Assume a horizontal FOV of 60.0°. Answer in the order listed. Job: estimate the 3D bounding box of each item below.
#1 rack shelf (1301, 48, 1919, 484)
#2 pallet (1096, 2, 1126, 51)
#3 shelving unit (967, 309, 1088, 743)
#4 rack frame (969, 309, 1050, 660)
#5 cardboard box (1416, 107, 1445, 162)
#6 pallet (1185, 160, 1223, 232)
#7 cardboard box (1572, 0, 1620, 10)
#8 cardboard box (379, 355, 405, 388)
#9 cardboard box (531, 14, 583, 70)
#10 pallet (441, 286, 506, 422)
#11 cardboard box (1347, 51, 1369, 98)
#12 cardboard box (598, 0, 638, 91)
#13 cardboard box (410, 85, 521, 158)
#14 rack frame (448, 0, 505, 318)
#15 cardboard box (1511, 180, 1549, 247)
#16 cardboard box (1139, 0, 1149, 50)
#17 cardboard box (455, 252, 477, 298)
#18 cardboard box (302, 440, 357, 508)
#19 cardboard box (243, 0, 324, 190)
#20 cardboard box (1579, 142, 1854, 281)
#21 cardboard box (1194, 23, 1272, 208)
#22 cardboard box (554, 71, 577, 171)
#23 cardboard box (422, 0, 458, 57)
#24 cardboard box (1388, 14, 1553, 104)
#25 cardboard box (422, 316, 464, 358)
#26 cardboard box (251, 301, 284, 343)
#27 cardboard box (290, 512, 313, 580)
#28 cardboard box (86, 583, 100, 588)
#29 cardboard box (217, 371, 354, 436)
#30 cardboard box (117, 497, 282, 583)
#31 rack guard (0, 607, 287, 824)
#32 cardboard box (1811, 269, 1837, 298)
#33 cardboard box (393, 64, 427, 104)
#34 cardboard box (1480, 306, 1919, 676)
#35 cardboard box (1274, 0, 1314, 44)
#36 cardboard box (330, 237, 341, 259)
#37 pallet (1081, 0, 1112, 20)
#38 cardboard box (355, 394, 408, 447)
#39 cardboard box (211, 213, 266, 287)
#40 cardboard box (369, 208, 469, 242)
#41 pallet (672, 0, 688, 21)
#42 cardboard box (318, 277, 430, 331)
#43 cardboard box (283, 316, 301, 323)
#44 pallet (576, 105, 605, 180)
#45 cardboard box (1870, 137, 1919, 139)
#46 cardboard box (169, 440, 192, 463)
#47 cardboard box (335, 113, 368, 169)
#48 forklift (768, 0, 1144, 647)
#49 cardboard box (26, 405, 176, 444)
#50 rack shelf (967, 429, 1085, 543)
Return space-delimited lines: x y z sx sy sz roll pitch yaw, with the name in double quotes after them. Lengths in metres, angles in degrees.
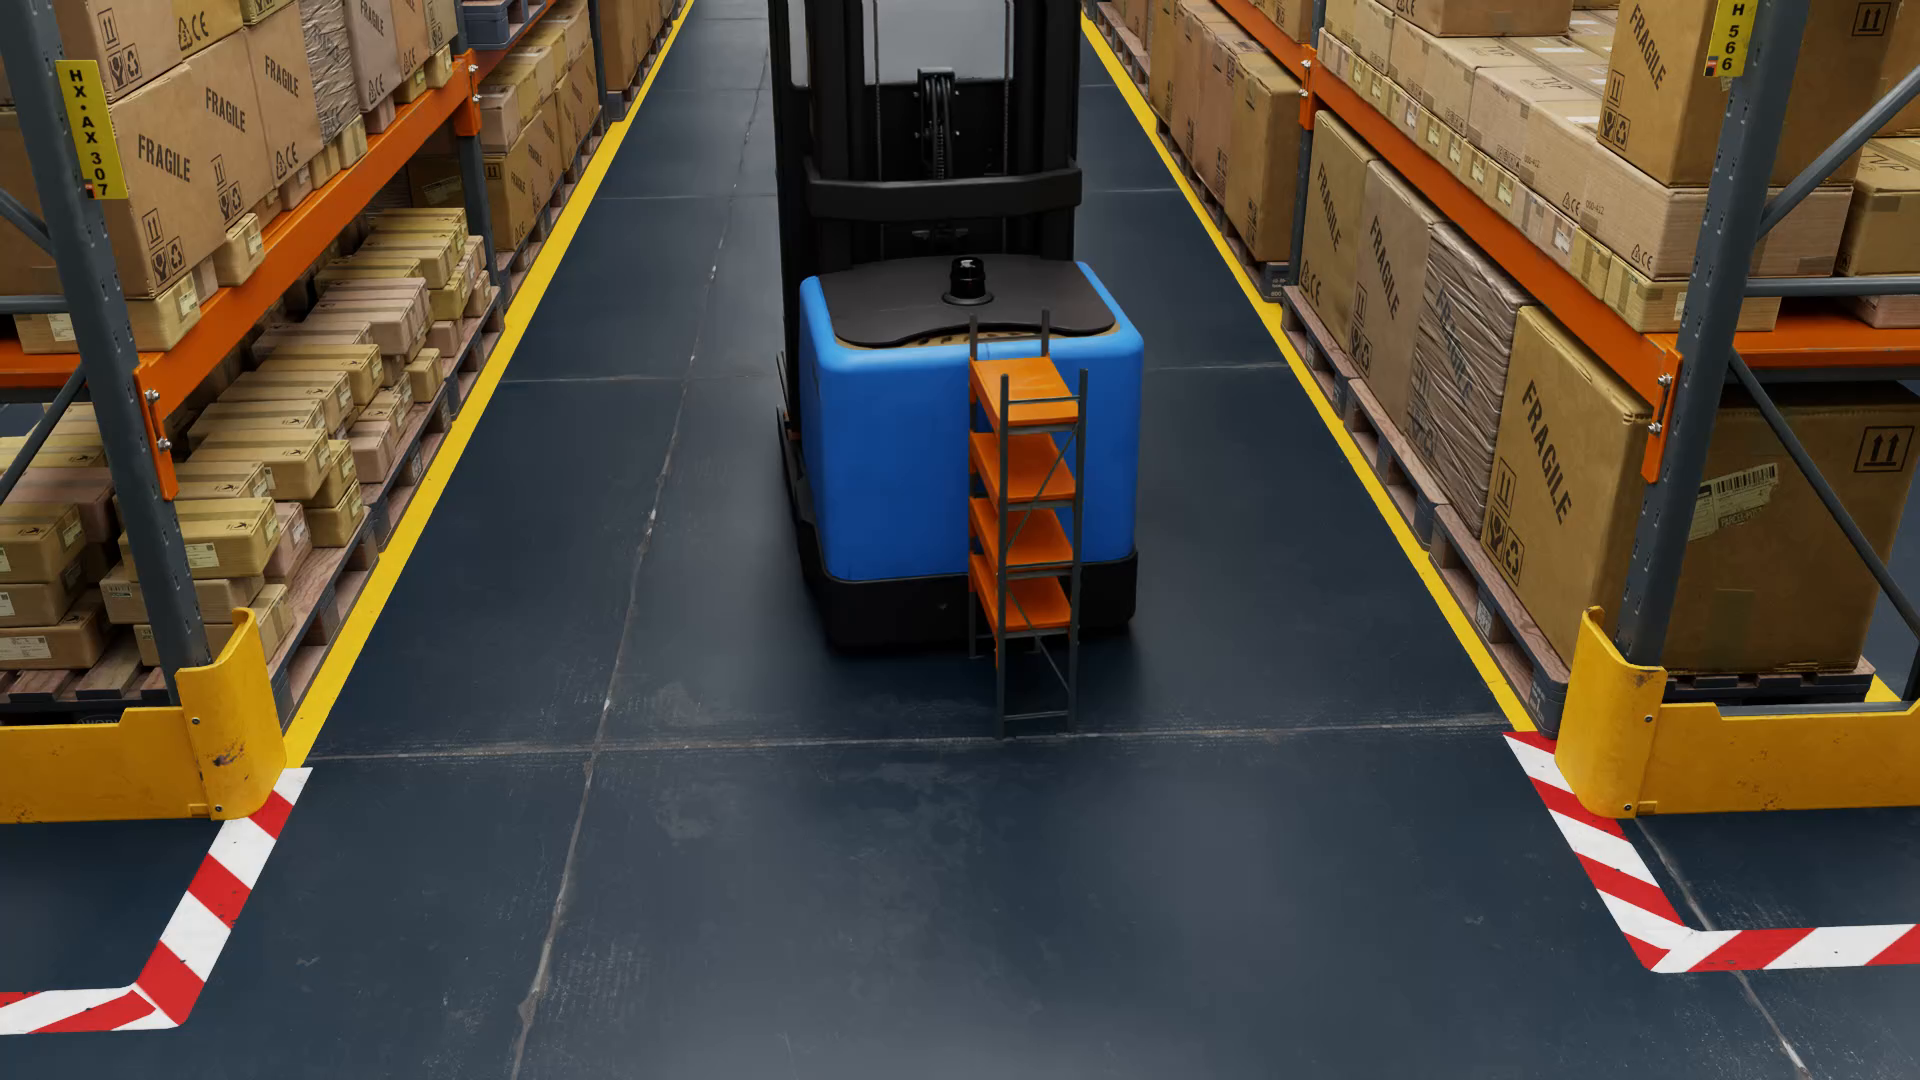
2.264 -1.244 6.170 1.077 0.370 4.000 -1 28 -3 "rack shelf"
1.784 -4.586 14.814 1.003 0.211 1.213 -1 28 -3 "pallet"
0.189 -0.037 5.023 0.258 1.200 0.503 -4 28 -9 "shelving unit"
0.149 -0.148 5.236 0.240 1.200 0.015 -4 28 -9 "rack frame"
1.926 -1.511 6.175 0.380 0.149 0.250 -2 28 -4 "cardboard box"
1.977 -2.170 10.182 1.003 0.211 1.213 -1 28 -3 "pallet"
2.473 -2.448 6.729 0.500 0.500 0.500 -1 28 -2 "cardboard box"
-2.465 -0.723 6.699 0.380 0.149 0.250 -3 28 -5 "cardboard box"
-2.673 -3.129 10.444 0.500 0.250 0.500 -1 28 -2 "cardboard box"
-2.728 -0.868 7.686 1.003 0.211 1.213 -1 28 -3 "pallet"
1.871 -1.988 7.090 0.380 0.149 0.250 -1 28 -1 "cardboard box"
-2.950 -3.733 12.143 1.050 0.750 0.750 -2 28 -3 "cardboard box"
-2.574 -2.172 8.609 0.500 0.250 0.500 -3 28 -5 "cardboard box"
-2.799 -2.414 7.635 1.000 3.000 0.127 -1 28 -3 "rack frame"
1.982 -1.037 5.266 0.380 0.149 0.250 -1 28 -2 "cardboard box"
1.818 -4.247 13.377 0.700 0.500 0.500 1 28 2 "cardboard box"
-2.438 -1.206 7.625 0.380 0.149 0.250 -3 28 -5 "cardboard box"
-2.325 -0.229 5.752 0.380 0.149 0.250 -1 28 -1 "cardboard box"
-2.404 -1.430 5.318 0.500 0.500 0.500 -1 28 -2 "cardboard box"
2.078 -0.923 4.616 0.500 0.250 0.500 -2 28 -3 "cardboard box"
2.059 -2.439 9.526 1.225 0.875 0.875 -2 28 -4 "cardboard box"
-2.645 -2.558 10.159 0.500 0.500 0.500 -3 28 -5 "cardboard box"
-2.491 -2.374 7.128 0.500 0.500 0.500 -1 28 -3 "cardboard box"
1.976 -1.860 6.414 0.500 0.250 0.500 -1 28 -1 "cardboard box"
-2.430 -0.921 7.400 0.380 0.149 0.250 -2 28 -4 "cardboard box"
-2.905 -0.828 6.580 0.380 0.149 0.250 -2 28 -5 "cardboard box"
-2.413 0.028 5.581 0.380 0.149 0.250 -1 28 -2 "cardboard box"
-2.940 0.157 5.334 0.380 0.149 0.250 -1 28 -1 "cardboard box"
-2.398 -0.487 5.926 0.380 0.149 0.250 0 28 -1 "cardboard box"
-2.278 -0.003 4.997 0.380 0.149 0.250 -3 28 -5 "cardboard box"
-2.594 0.507 4.738 1.175 0.500 0.348 -1 28 -3 "rack guard"
2.665 -0.819 4.848 0.380 0.149 0.250 -2 28 -3 "cardboard box"
-2.474 -1.935 6.988 0.380 0.149 0.250 0 28 -1 "cardboard box"
2.255 -0.178 5.190 0.875 0.875 0.875 -1 28 -3 "cardboard box"
1.863 -2.741 8.153 0.500 0.500 0.500 -1 28 -2 "cardboard box"
-3.032 -1.307 7.498 0.380 0.149 0.250 0 28 0 "cardboard box"
1.672 -5.254 16.096 1.003 0.211 1.213 -1 28 -3 "pallet"
-2.392 -0.453 6.503 0.380 0.149 0.250 -1 28 -3 "cardboard box"
-2.295 -0.855 4.917 0.380 0.149 0.250 -2 28 -4 "cardboard box"
-2.520 -1.442 7.756 0.380 0.149 0.250 -1 28 -1 "cardboard box"
-3.178 -5.225 16.040 1.003 0.211 1.213 -1 28 -3 "pallet"
-2.405 -0.965 6.843 0.380 0.149 0.250 -3 28 -5 "cardboard box"
-2.946 -0.814 6.874 0.380 0.149 0.250 0 28 0 "cardboard box"
-2.968 -2.664 11.129 1.003 0.211 1.213 -1 28 -3 "pallet"
2.579 -1.173 5.096 0.500 0.250 0.500 -2 28 -3 "cardboard box"
-2.843 -0.224 5.743 0.380 0.149 0.250 -2 28 -3 "cardboard box"
-2.397 -1.456 6.070 0.380 0.149 0.250 -1 28 -2 "cardboard box"
-0.161 -1.609 6.165 1.130 2.935 3.031 -4 28 -9 "forklift"
-2.917 -0.346 5.655 0.380 0.149 0.250 -2 28 -5 "cardboard box"
0.189 -0.175 4.950 0.258 0.148 0.480 -4 28 -9 "rack shelf"
